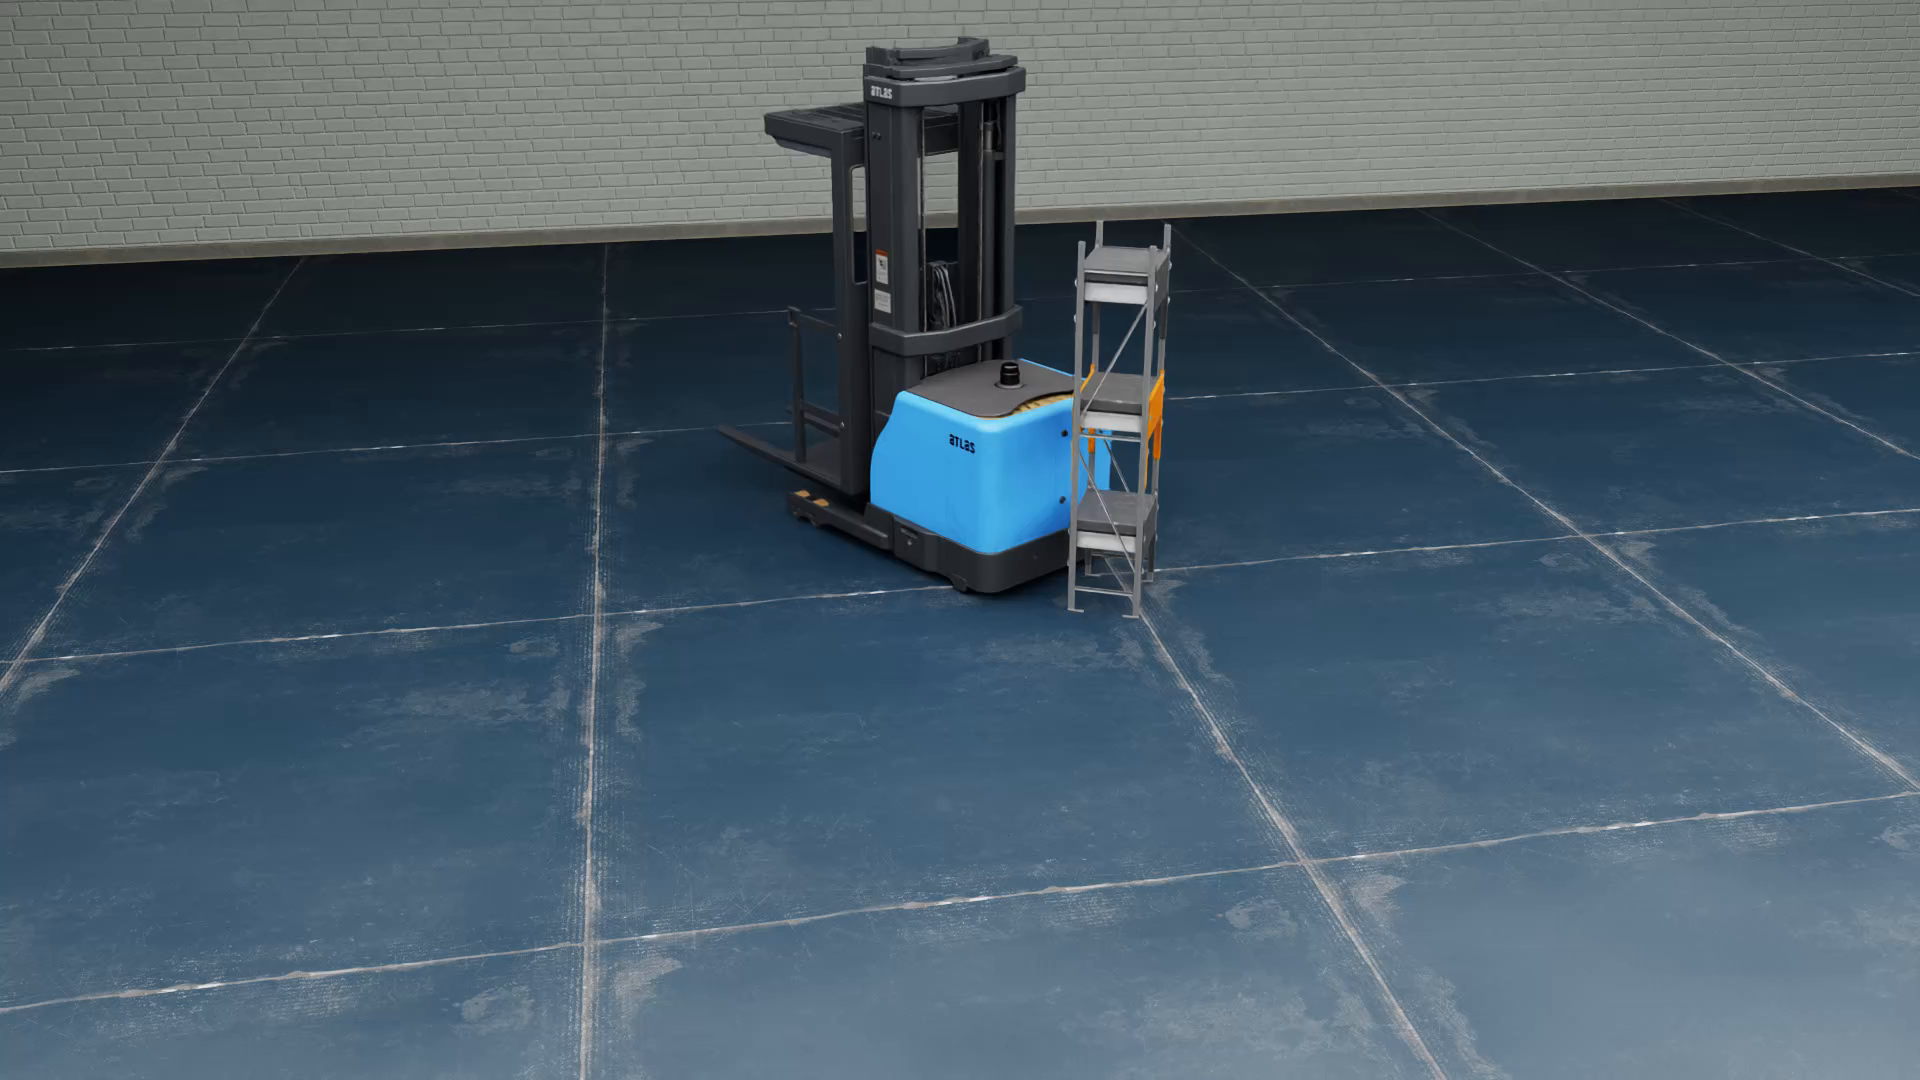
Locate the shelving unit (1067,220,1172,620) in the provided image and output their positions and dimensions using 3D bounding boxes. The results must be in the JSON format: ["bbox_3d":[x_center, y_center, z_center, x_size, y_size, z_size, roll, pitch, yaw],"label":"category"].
[{"bbox_3d":[0.864,-0.638,9.086,0.431,2.100,0.503,6,24,14],"label":"shelving unit"}]

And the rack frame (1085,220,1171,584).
[{"bbox_3d":[0.928,-0.732,9.302,0.400,2.100,0.015,6,24,14],"label":"rack frame"}]

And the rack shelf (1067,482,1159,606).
[{"bbox_3d":[0.864,0.016,9.372,0.431,0.518,0.480,6,24,14],"label":"rack shelf"}]

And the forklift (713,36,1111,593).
[{"bbox_3d":[-0.453,-1.552,10.142,1.130,2.935,3.031,-19,30,-37],"label":"forklift"}]

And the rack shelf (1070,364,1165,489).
[{"bbox_3d":[0.864,-0.625,9.091,0.431,0.518,0.480,6,24,14],"label":"rack shelf"}]

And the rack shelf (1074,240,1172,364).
[{"bbox_3d":[0.864,-1.266,8.811,0.431,0.518,0.480,6,24,14],"label":"rack shelf"}]

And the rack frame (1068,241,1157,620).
[{"bbox_3d":[0.800,-0.543,8.870,0.400,2.100,0.015,6,24,14],"label":"rack frame"}]
